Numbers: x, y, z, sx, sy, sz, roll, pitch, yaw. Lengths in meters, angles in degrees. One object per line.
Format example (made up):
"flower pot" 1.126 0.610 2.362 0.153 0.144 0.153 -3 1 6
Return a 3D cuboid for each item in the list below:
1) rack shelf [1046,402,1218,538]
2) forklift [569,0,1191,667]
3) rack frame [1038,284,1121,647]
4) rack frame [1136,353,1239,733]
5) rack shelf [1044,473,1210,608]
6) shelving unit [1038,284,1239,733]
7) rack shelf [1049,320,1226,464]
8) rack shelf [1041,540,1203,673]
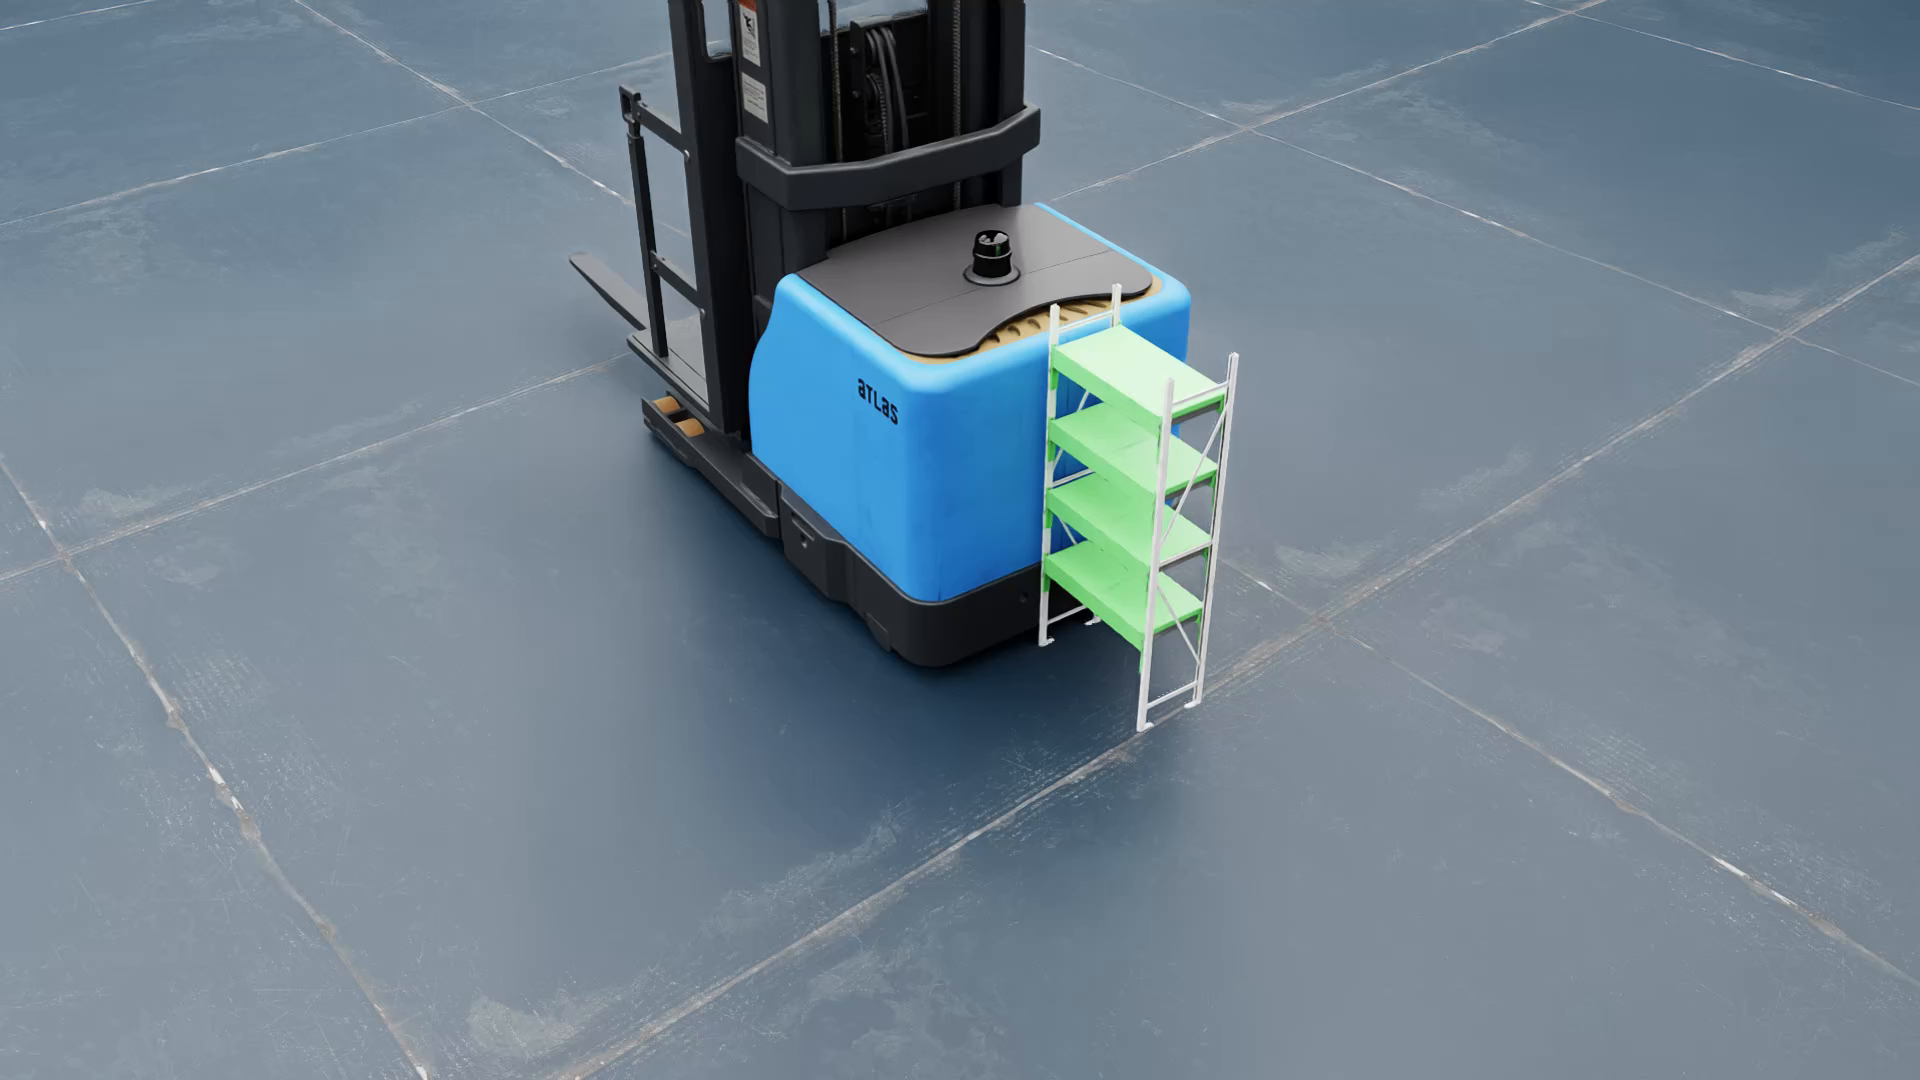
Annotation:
"rack shelf" 0.490 -0.219 4.716 0.258 0.148 0.480 -22 41 -27
"forklift" -0.536 -1.618 5.499 1.130 2.935 3.031 -22 41 -27
"rack frame" 0.352 -0.192 4.982 0.240 1.200 0.015 -22 41 -27
"rack frame" 0.628 0.041 4.654 0.240 1.200 0.015 -22 41 -27
"rack shelf" 0.490 -0.023 4.855 0.258 0.148 0.480 -22 41 -27
"shelving unit" 0.490 -0.075 4.818 0.258 1.200 0.503 -22 41 -27
"rack shelf" 0.490 -0.415 4.578 0.258 0.148 0.480 -22 41 -27
"rack shelf" 0.490 0.173 4.994 0.258 0.148 0.480 -22 41 -27
